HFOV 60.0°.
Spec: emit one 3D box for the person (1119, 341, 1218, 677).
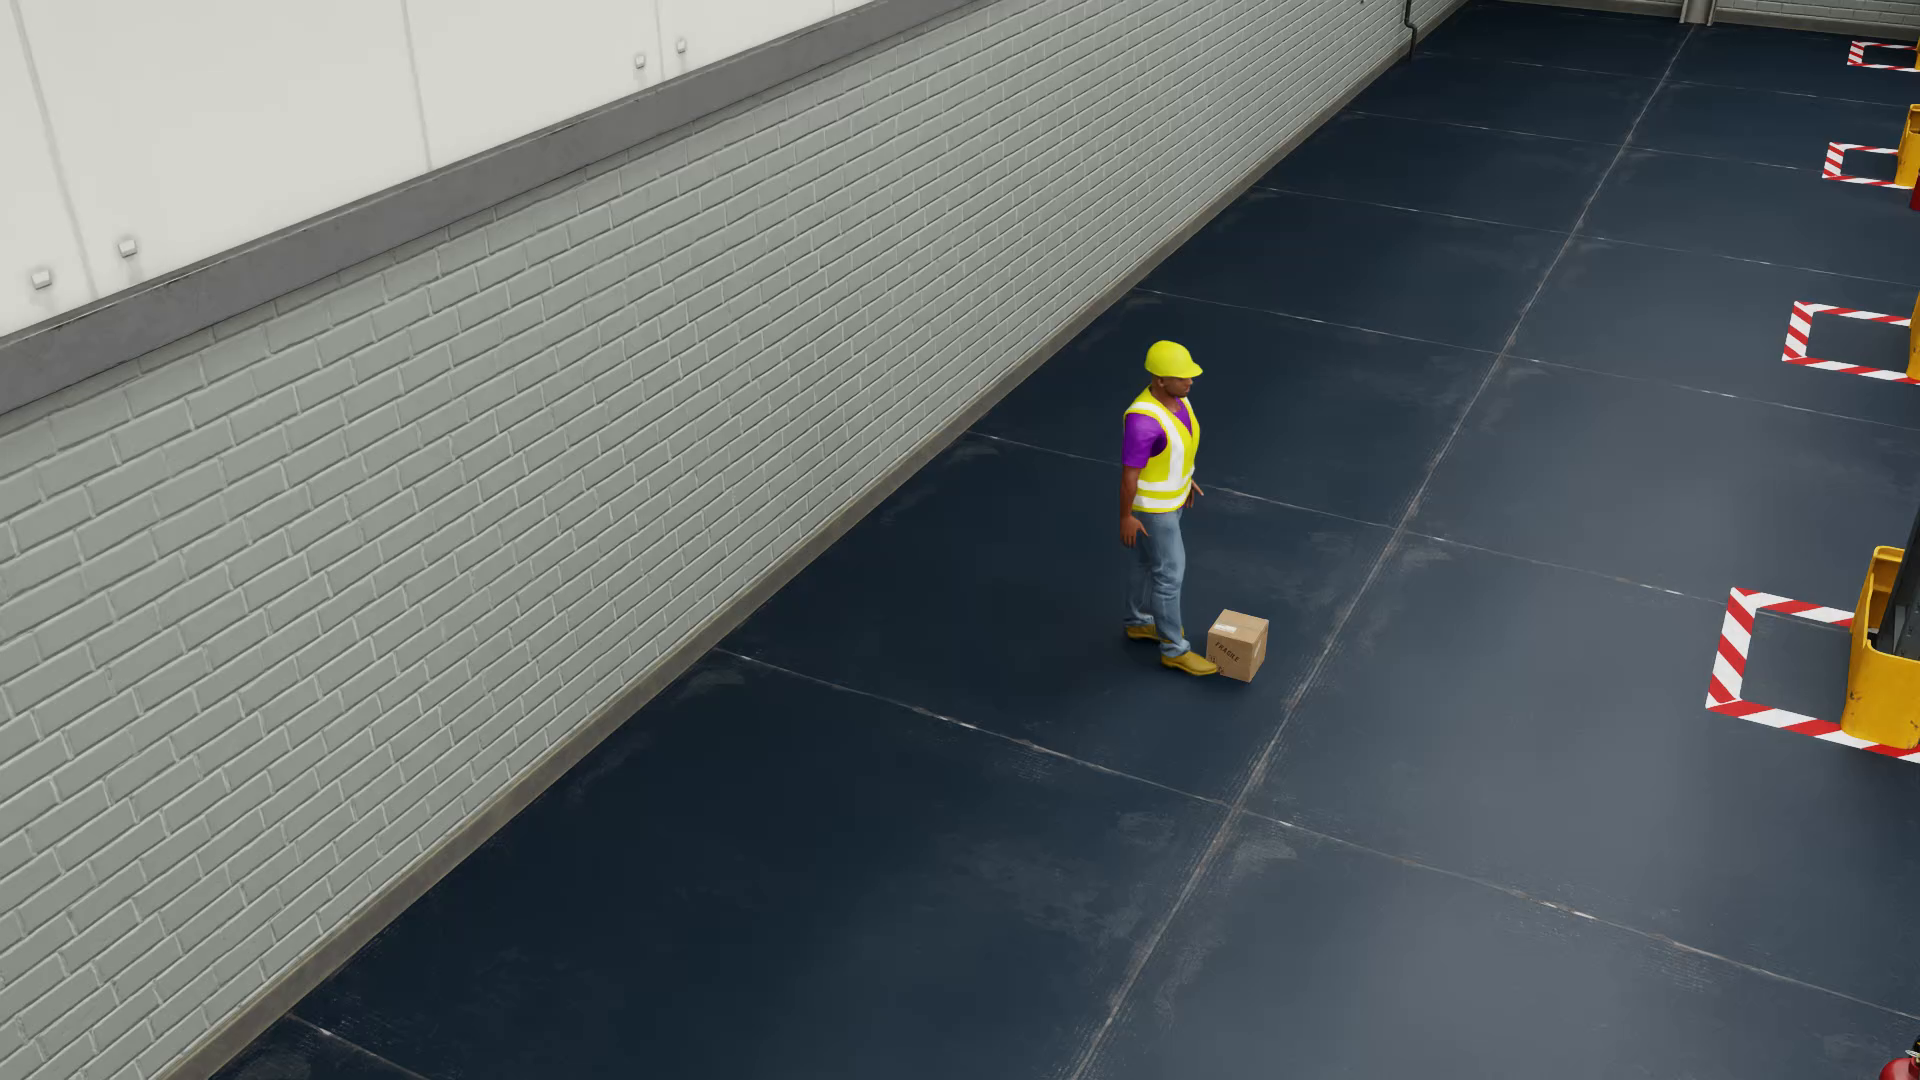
[{"bbox_3d":[1.152,-0.198,8.601,0.594,1.764,0.591,11,32,18],"label":"person"}]
